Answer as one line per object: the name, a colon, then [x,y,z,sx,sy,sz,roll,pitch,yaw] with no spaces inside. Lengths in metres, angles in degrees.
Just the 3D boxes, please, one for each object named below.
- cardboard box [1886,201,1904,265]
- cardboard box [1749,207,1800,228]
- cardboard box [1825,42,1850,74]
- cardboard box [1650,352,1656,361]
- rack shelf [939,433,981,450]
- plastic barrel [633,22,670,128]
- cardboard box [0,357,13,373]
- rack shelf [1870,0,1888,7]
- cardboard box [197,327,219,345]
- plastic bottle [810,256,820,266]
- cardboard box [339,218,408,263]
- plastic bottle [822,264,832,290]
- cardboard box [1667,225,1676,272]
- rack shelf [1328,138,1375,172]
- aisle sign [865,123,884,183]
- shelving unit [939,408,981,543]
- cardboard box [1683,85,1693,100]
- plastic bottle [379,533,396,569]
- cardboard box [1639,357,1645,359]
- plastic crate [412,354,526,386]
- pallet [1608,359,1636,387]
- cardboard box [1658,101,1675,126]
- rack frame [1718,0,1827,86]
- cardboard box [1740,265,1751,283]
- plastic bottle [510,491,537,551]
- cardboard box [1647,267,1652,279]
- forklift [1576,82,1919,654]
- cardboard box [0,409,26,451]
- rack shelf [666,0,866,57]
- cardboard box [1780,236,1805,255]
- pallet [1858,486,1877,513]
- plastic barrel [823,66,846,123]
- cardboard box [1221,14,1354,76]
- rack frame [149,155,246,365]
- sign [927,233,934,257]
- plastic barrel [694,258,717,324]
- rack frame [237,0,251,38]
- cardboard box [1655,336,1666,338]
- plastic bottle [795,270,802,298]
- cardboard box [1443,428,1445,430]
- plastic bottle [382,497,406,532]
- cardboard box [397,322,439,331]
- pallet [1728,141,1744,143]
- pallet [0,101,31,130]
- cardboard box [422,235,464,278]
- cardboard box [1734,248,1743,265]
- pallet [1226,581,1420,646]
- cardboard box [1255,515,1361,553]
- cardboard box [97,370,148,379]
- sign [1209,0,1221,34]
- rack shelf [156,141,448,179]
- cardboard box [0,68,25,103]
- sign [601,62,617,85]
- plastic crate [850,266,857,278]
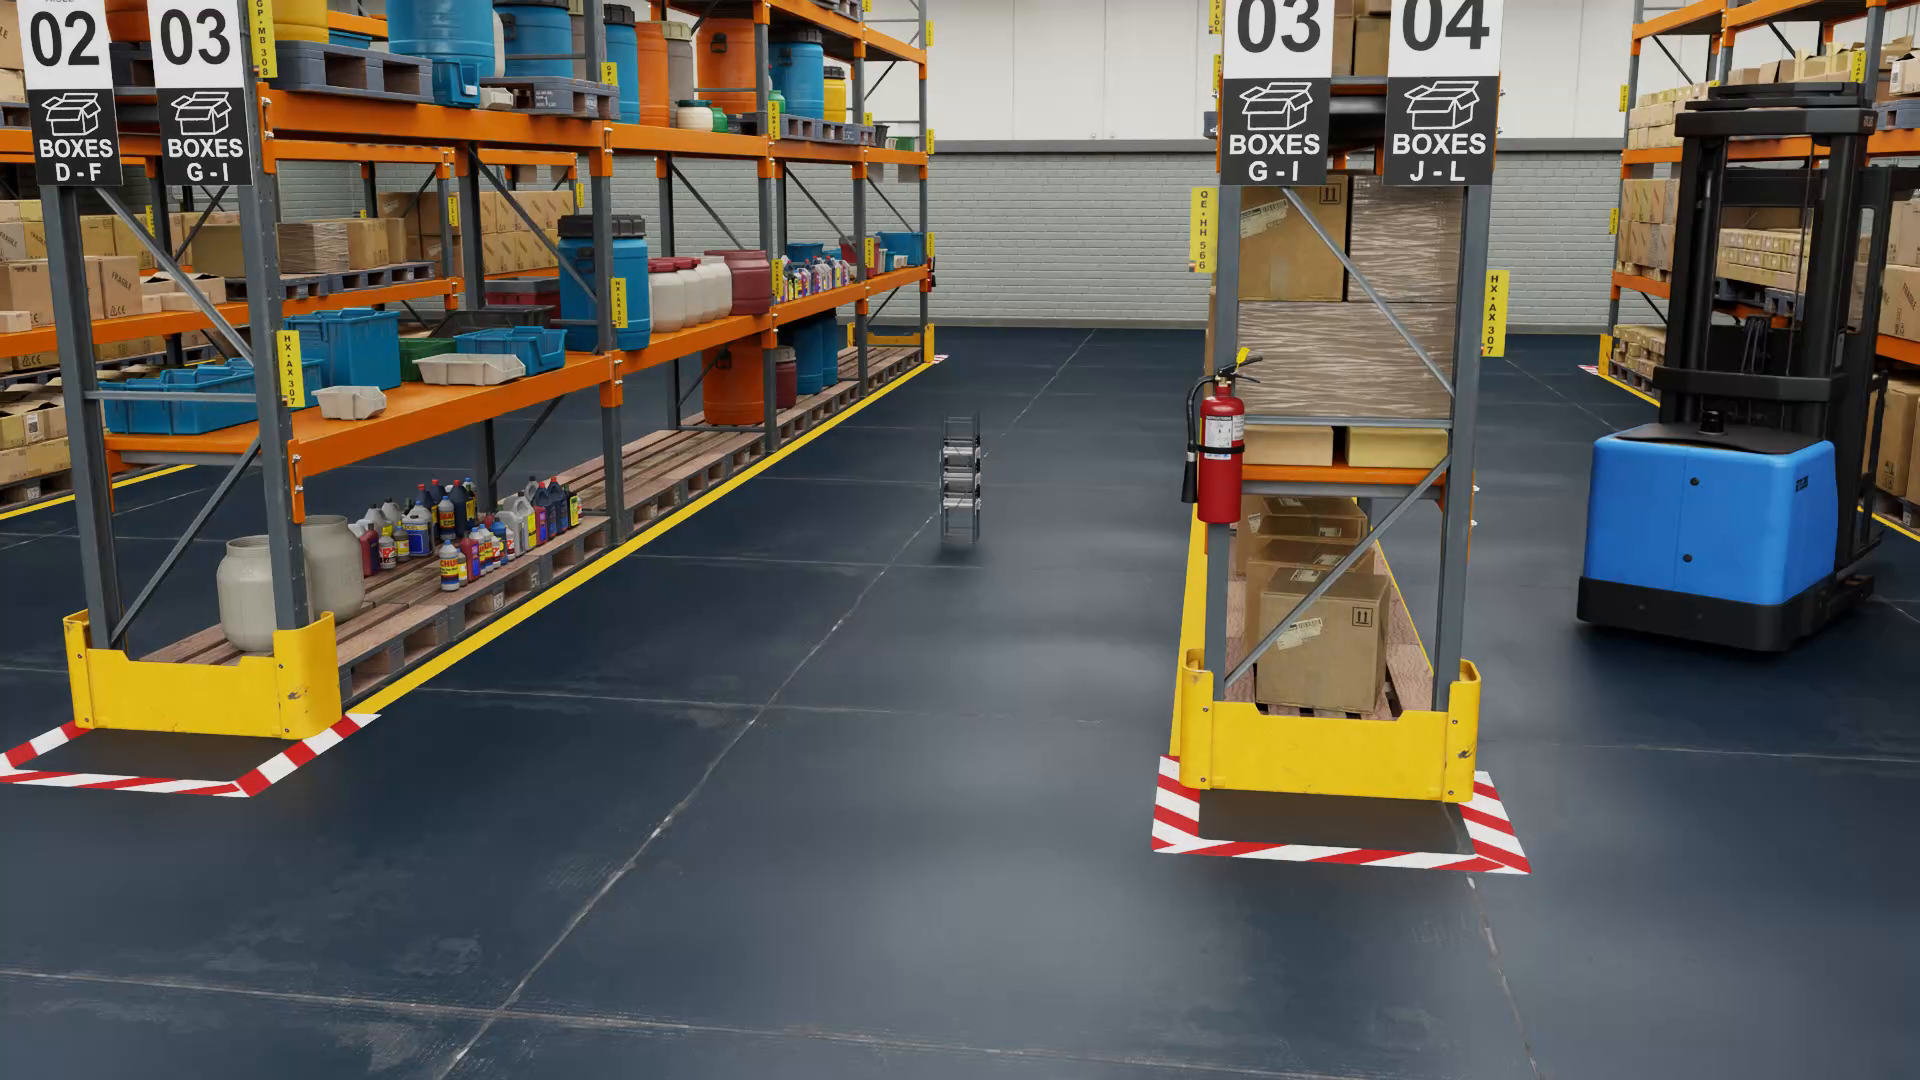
cardboard box: [7.524,-2.383,12.822,0.700,0.500,0.500,2,12,8]
cardboard box: [8.528,-3.541,17.486,0.500,0.500,0.500,2,12,10]
cardboard box: [7.473,-4.028,13.890,0.396,0.266,0.258,2,12,9]
cardboard box: [8.357,-2.186,19.579,0.380,0.149,0.250,3,12,12]
rack shelf: [0.001,-0.673,11.357,0.258,0.077,0.200,2,12,9]
plastic barrel: [-2.618,-3.657,13.204,0.600,0.830,0.708,2,12,9]
cardboard box: [-11.456,-2.265,18.987,0.750,0.750,0.750,2,12,10]
rack shelf: [7.295,-3.908,10.924,1.077,0.370,4.000,2,12,9]
cardboard box: [-10.821,-2.998,23.220,0.700,0.500,0.500,2,12,8]
plastic bottle: [-1.550,-2.854,17.733,0.144,0.351,0.185,2,12,9]
cardboard box: [-6.749,-3.438,19.091,0.700,0.500,0.500,-2,12,-10]
plastic bottle: [-1.436,-2.780,17.566,0.152,0.276,0.135,2,12,9]
cardboard box: [8.094,-3.184,18.203,0.500,0.500,0.500,2,12,7]
rack shelf: [2.410,-2.819,12.041,1.077,0.370,4.000,2,12,9]
aisle sign: [-1.229,-5.242,22.526,0.394,0.787,0.004,2,12,9]
shelving unit: [0.001,-0.442,11.406,0.258,0.900,0.210,2,12,9]
cardboard box: [8.148,-4.895,18.190,0.380,0.149,0.250,1,12,6]
plastic bottle: [-3.344,0.060,9.692,0.097,0.201,0.097,0,12,0]
cardboard box: [8.353,-2.102,19.899,0.380,0.149,0.250,2,12,9]
plastic crate: [-2.791,-0.973,9.516,0.530,0.136,0.437,2,12,9]
pallet: [8.662,-2.057,20.539,1.003,0.211,1.213,2,12,9]
cardboard box: [8.264,-4.840,18.880,0.500,0.250,0.500,1,12,7]
rack frame: [8.218,-5.704,16.602,1.000,3.000,0.127,2,12,9]
cardboard box: [7.466,-2.463,15.400,0.380,0.149,0.250,1,12,6]
plastic bottle: [-2.685,-0.118,10.164,0.144,0.351,0.185,2,12,8]
cardboard box: [8.331,-3.152,19.593,0.380,0.149,0.250,2,12,8]
forklift: [4.743,-1.095,9.619,1.130,2.935,3.031,10,16,40]
cardboard box: [-7.376,-0.823,12.391,0.500,0.311,0.500,2,12,9]
rack shelf: [-1.869,-5.083,16.376,1.077,0.370,4.000,2,12,9]
cardboard box: [7.306,-2.536,14.327,0.380,0.149,0.250,2,12,10]
pallet: [7.407,-0.414,12.914,1.003,0.211,1.213,2,12,9]
plastic barrel: [-1.501,-4.681,17.530,0.600,0.588,0.600,0,12,0]
cardboard box: [1.310,-1.957,6.690,0.500,0.250,0.500,2,12,10]
rack frame: [-7.070,-2.442,15.706,1.000,3.000,0.127,2,12,9]
sign: [-0.400,-4.012,22.601,0.100,0.325,0.005,2,12,9]
plastic barrel: [-2.188,-2.027,13.514,0.421,0.512,0.421,0,12,0]
rack frame: [-3.407,-3.548,6.599,1.000,3.000,0.127,2,12,9]
cardboard box: [8.290,-2.279,19.305,0.380,0.149,0.250,2,12,9]
plastic bottle: [-1.603,-2.513,16.342,0.097,0.271,0.097,0,12,0]
cardboard box: [1.824,-0.436,6.991,0.380,0.149,0.250,2,12,9]
plastic bottle: [-3.420,-0.086,10.017,0.144,0.351,0.185,2,12,8]
cardboard box: [-6.648,-2.396,20.380,0.500,0.500,0.500,2,12,9]
pallet: [8.018,-4.021,16.357,1.213,0.211,1.003,2,12,9]
pallet: [-7.563,-3.167,12.401,0.805,0.209,1.217,1,12,6]
cardboard box: [-6.108,-3.421,20.011,0.500,0.500,0.500,2,12,10]
cardboard box: [7.506,-2.659,15.605,0.380,0.149,0.250,2,12,8]
pallet: [1.849,0.471,8.808,1.003,0.211,1.213,2,12,9]
cardboard box: [1.773,0.177,8.490,0.500,0.500,0.500,3,13,14]
cardboard box: [-7.513,-1.369,14.922,0.500,0.311,0.500,2,12,7]
sign: [1.553,-3.217,10.018,0.100,0.325,0.005,2,12,9]
rack shelf: [-6.763,-3.973,17.398,1.077,0.370,4.000,2,12,9]
cardboard box: [-7.500,-3.450,12.623,0.500,0.250,0.500,1,12,3]
sign: [-2.250,-2.899,10.684,0.100,0.325,0.005,2,12,9]
plastic crate: [-1.348,-3.106,19.271,0.396,0.136,0.243,2,12,9]
